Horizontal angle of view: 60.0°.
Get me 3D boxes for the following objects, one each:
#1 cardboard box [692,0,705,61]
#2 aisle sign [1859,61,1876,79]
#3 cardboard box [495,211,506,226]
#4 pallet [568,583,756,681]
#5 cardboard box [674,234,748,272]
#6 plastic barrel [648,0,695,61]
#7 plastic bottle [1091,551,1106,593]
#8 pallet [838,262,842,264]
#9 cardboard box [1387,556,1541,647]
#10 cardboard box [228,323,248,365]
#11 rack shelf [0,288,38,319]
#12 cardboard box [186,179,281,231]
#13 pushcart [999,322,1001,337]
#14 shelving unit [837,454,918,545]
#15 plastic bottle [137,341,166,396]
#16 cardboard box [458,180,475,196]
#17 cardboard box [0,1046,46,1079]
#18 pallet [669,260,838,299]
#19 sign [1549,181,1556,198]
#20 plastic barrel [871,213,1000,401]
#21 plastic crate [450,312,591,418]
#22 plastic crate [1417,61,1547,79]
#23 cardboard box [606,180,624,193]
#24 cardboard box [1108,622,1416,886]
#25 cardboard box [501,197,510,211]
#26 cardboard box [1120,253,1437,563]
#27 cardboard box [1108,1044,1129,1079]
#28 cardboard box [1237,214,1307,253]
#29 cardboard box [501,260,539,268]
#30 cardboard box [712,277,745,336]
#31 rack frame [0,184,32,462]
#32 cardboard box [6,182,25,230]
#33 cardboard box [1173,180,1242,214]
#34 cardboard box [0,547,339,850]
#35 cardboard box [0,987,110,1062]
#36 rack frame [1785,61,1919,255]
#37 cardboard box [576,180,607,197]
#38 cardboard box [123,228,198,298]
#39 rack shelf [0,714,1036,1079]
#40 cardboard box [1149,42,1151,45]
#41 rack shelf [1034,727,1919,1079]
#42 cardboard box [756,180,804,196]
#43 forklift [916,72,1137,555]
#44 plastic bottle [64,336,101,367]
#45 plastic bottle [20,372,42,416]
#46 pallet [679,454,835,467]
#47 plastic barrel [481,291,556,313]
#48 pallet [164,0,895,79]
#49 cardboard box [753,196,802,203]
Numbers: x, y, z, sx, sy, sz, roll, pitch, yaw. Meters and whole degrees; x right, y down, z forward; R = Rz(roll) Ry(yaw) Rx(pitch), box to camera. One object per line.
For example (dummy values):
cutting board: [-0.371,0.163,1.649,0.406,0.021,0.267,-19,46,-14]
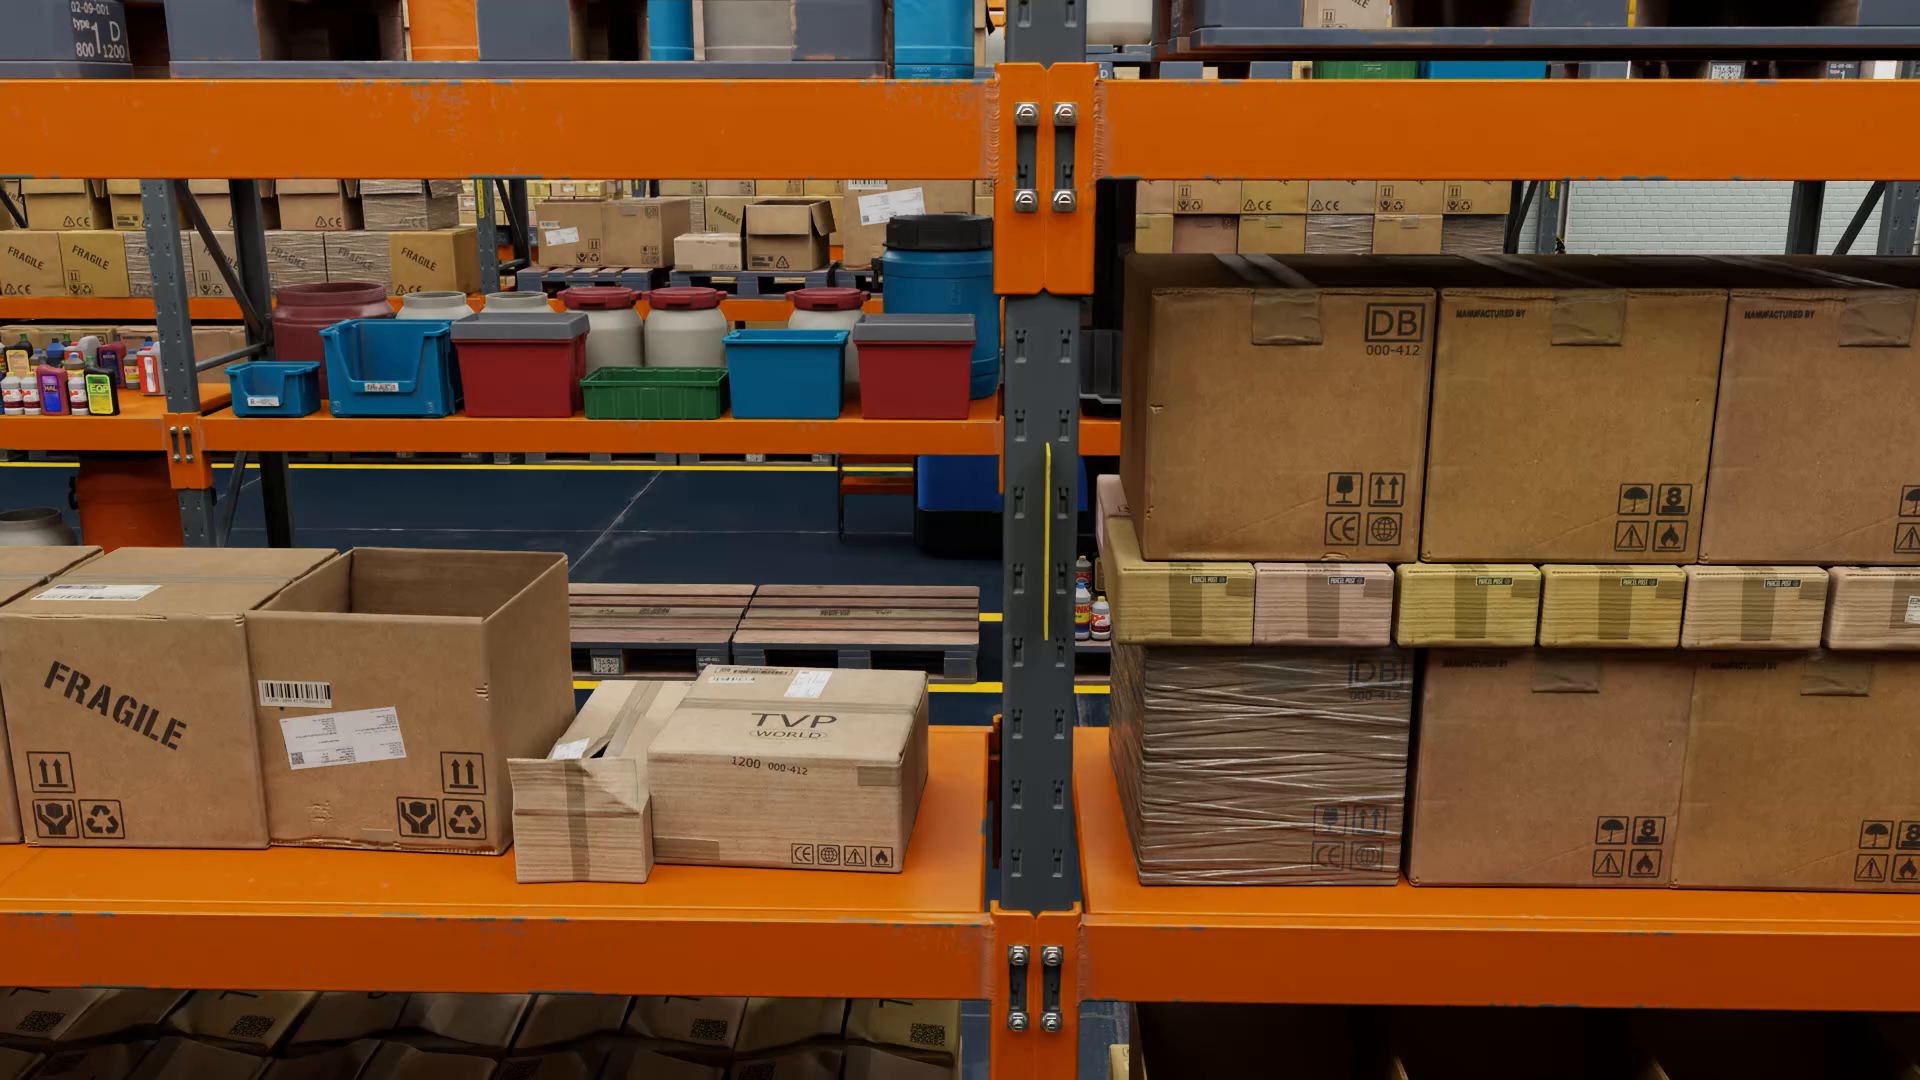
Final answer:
cardboard box: [-2.117,-3.833,12.430,0.500,0.500,0.500,0,15,0]
aisle sign: [4.361,-2.182,8.136,0.004,0.787,0.394,0,15,1]
cardboard box: [-4.890,-3.406,17.538,0.250,0.149,0.380,0,15,-1]
pallet: [-1.726,0.469,8.650,1.213,0.211,1.003,0,15,1]
cardboard box: [-1.920,-2.227,12.873,0.500,0.250,0.500,0,15,0]
plastic barrel: [-1.539,-2.527,7.674,0.708,0.901,0.600,0,15,1]
plastic bottle: [0.772,0.142,8.883,0.133,0.283,0.061,1,15,4]
pallet: [-2.392,-4.596,27.846,1.213,0.211,1.003,0,15,1]
cardboard box: [0.925,0.078,3.197,0.250,0.149,0.380,0,15,0]
cardboard box: [-5.170,-1.360,13.456,0.875,0.875,1.225,0,15,2]
rack shelf: [-9.588,-1.858,13.412,4.000,0.370,1.077,0,15,1]
cardboard box: [-5.642,-2.716,13.094,0.637,0.503,0.797,1,15,3]
pushcart: [0.654,-2.818,20.781,0.936,0.377,1.648,-5,16,-18]
shelving unit: [-0.530,-0.581,10.691,0.503,1.200,0.258,0,15,0]
plastic bottle: [-4.144,-0.890,8.576,0.135,0.276,0.152,0,15,1]
cardboard box: [-5.156,-3.695,17.469,0.250,0.149,0.380,1,15,4]
cardboard box: [-2.295,1.299,3.505,0.500,0.311,0.500,0,15,0]
pallet: [-1.610,-2.071,13.187,1.213,0.211,1.003,0,15,1]
sign: [4.373,-2.686,12.250,0.005,0.325,0.100,0,15,1]
plastic barrel: [-0.096,-1.199,8.524,0.708,0.901,0.600,0,15,1]
plastic crate: [-2.109,-0.846,8.040,0.583,0.464,0.402,0,15,1]
plastic crate: [2.367,-2.230,7.562,0.575,0.384,0.392,0,15,1]
cardboard box: [-3.823,-3.852,18.065,0.250,0.149,0.380,0,15,2]
cardboard box: [0.596,0.339,3.480,0.500,0.500,0.700,0,15,0]
cardboard box: [-4.648,-3.547,17.492,0.250,0.149,0.380,0,15,2]
cardboard box: [0.596,-0.288,3.314,0.500,0.500,0.700,0,15,2]
cardboard box: [0.621,1.460,3.994,0.500,0.250,0.500,0,15,1]
cardboard box: [2.357,-2.310,12.938,0.500,0.500,0.875,0,15,1]
cardboard box: [-5.810,-3.908,23.114,0.875,0.875,0.875,1,15,3]
cardboard box: [-2.756,-2.519,18.095,0.750,0.750,1.050,0,15,1]
rack frame: [-7.588,-2.193,13.270,0.127,3.000,1.000,0,15,1]
cardboard box: [-9.893,-3.598,17.819,0.500,0.500,0.500,1,15,2]
cardboard box: [1.852,-2.742,12.614,0.500,0.500,0.500,0,15,1]
cardboard box: [-1.642,0.322,3.545,0.500,0.500,0.500,0,15,2]
cardboard box: [-2.292,1.161,4.025,0.500,0.311,0.500,0,15,1]
rack frame: [4.281,-0.851,8.187,0.127,3.000,1.000,0,15,1]
cardboard box: [-3.864,-3.686,17.435,0.250,0.149,0.380,0,15,-1]
cardboard box: [-6.132,-2.168,12.980,0.500,0.500,0.500,0,15,0]
rack shelf: [-1.847,0.721,3.639,4.000,0.370,1.077,0,15,1]
cardboard box: [1.511,-3.648,12.420,0.250,0.149,0.380,1,15,3]
rack shelf: [2.152,0.747,3.540,4.000,0.370,1.077,0,15,1]
cardboard box: [-1.895,-3.951,17.781,0.500,0.500,0.700,0,15,1]
forklift: [1.244,-1.428,10.507,3.031,2.935,1.130,0,15,0]
plastic bottle: [-4.603,-0.932,8.734,0.135,0.276,0.152,0,15,1]
plastic bottle: [-4.477,-0.708,8.033,0.097,0.201,0.097,0,15,0]
pallet: [-1.592,-0.804,13.474,1.213,0.211,1.003,0,15,1]
plastic barrel: [-2.261,-1.002,8.540,0.421,0.512,0.421,0,15,0]
pallet: [-0.730,-0.974,3.148,1.217,0.209,0.805,0,15,-1]
cardboard box: [-1.908,-3.401,17.656,0.500,0.500,0.500,0,15,1]
